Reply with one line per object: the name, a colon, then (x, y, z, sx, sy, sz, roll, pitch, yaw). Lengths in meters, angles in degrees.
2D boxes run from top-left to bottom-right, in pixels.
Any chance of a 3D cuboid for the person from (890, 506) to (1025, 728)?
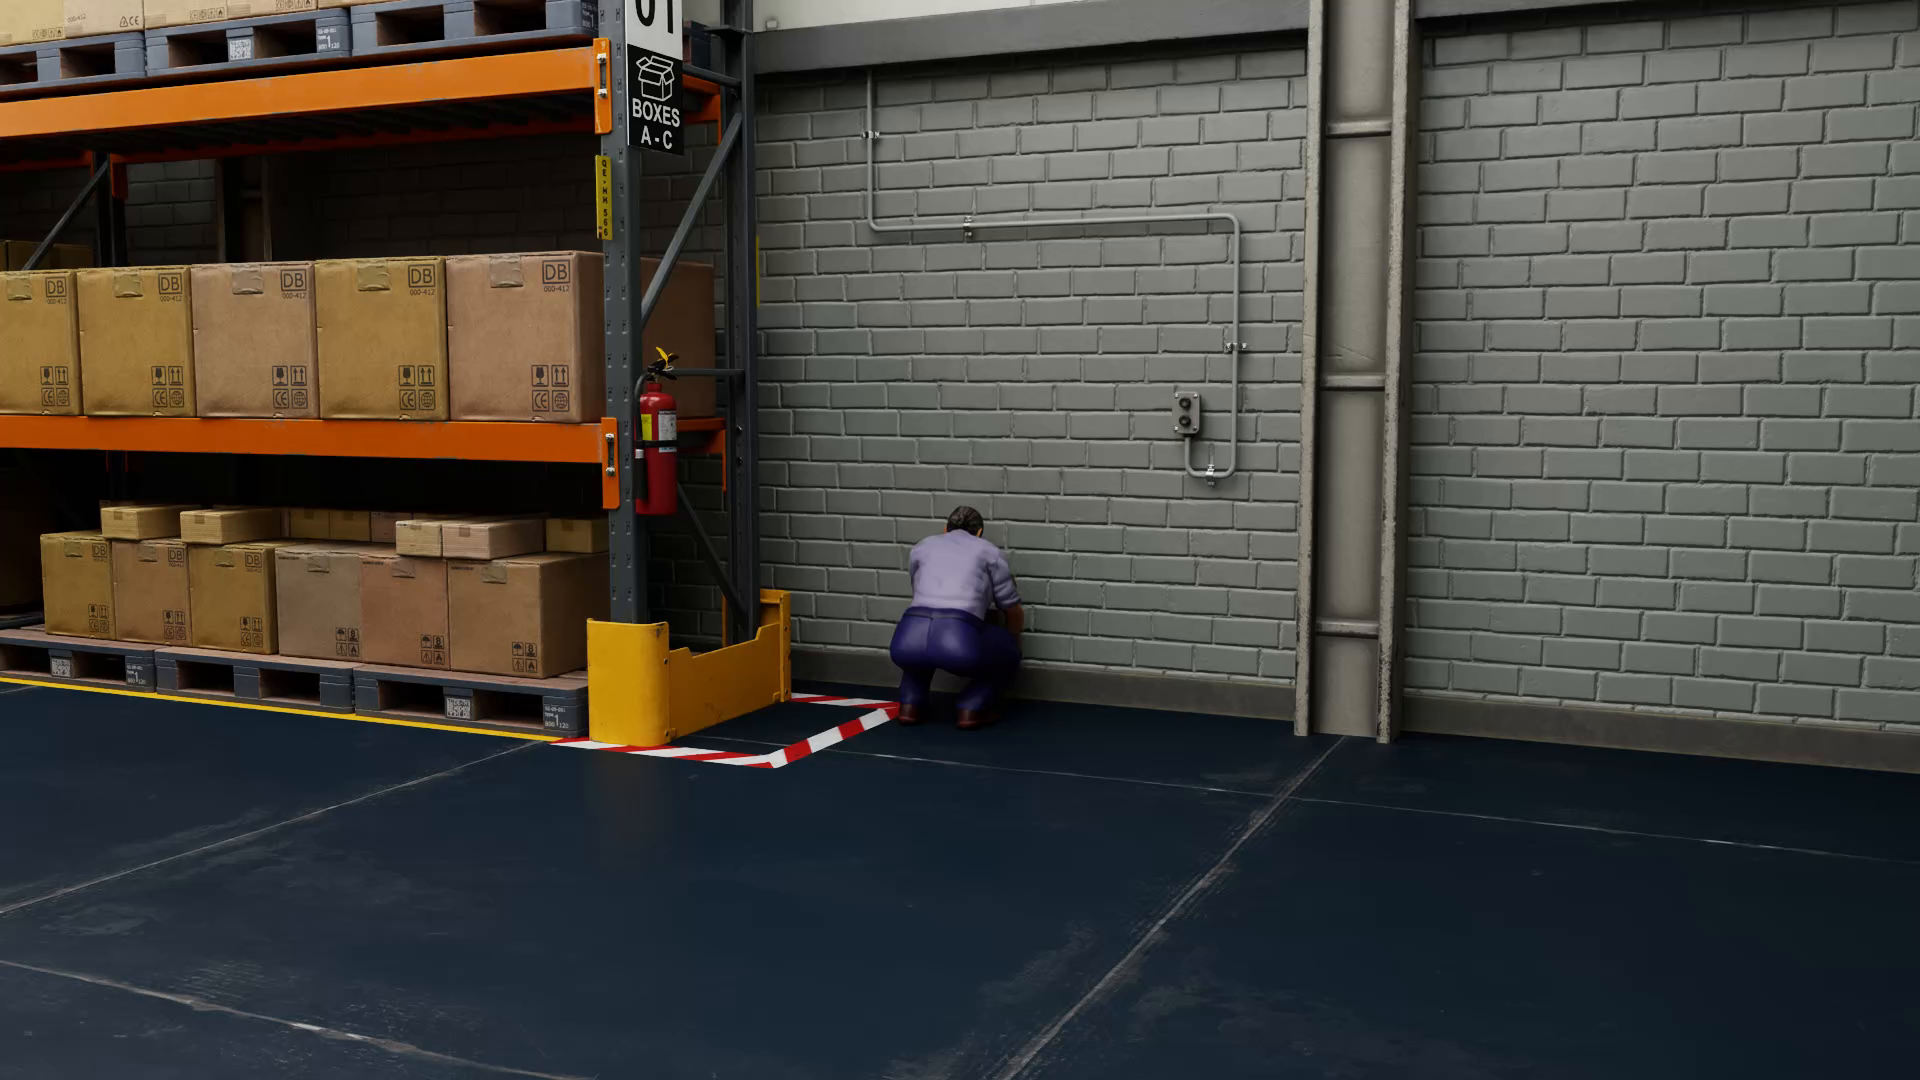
person: (-0.011, 0.327, 7.309, 0.529, 0.925, 0.838, 2, 6, 21)
